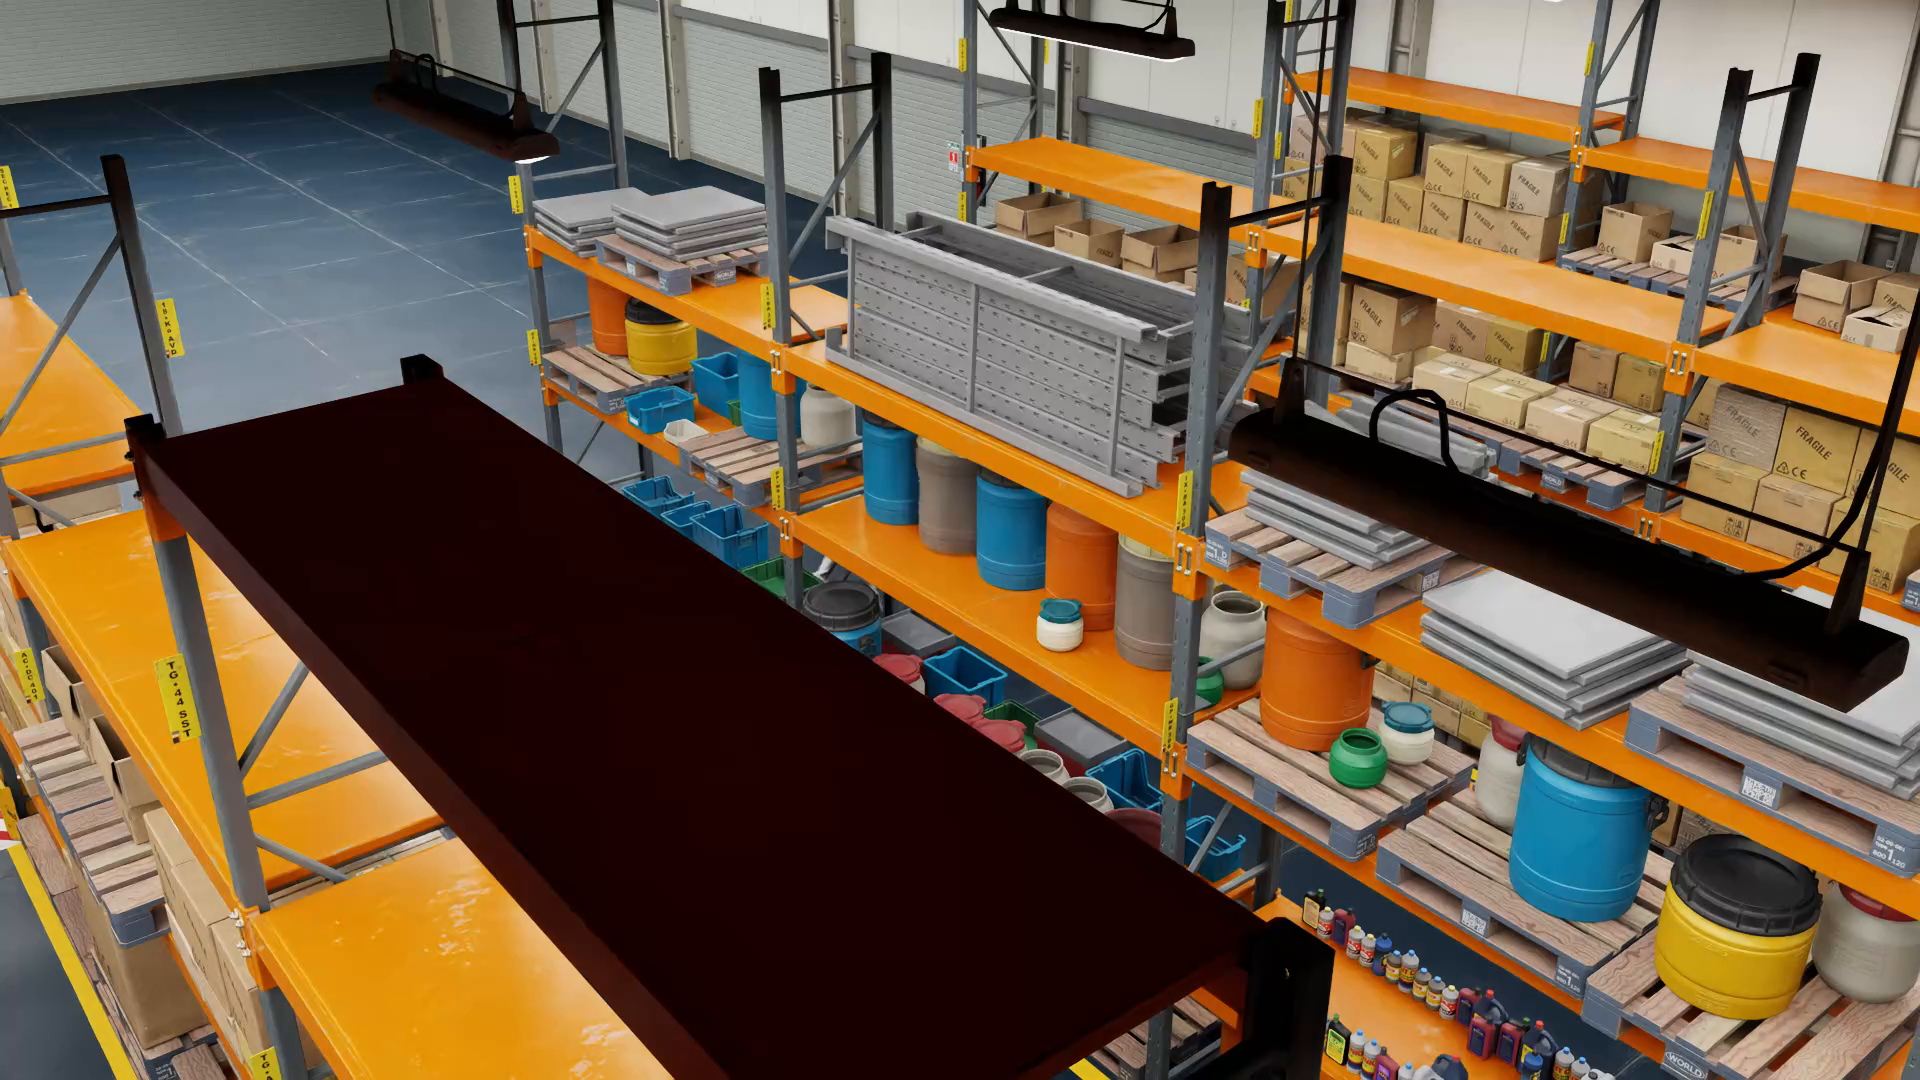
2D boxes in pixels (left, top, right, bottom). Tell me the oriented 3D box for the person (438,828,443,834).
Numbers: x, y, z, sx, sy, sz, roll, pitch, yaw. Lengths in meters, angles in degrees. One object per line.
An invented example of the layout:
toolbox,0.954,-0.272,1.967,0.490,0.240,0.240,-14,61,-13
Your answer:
person,-4.048,2.068,11.998,0.586,1.838,0.528,-11,28,-21

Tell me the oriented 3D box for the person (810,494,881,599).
person,-1.241,-0.187,16.733,0.944,1.619,0.508,7,27,15

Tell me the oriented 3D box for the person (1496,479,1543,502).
person,5.708,-0.487,17.277,0.592,1.747,0.684,-18,31,-33
